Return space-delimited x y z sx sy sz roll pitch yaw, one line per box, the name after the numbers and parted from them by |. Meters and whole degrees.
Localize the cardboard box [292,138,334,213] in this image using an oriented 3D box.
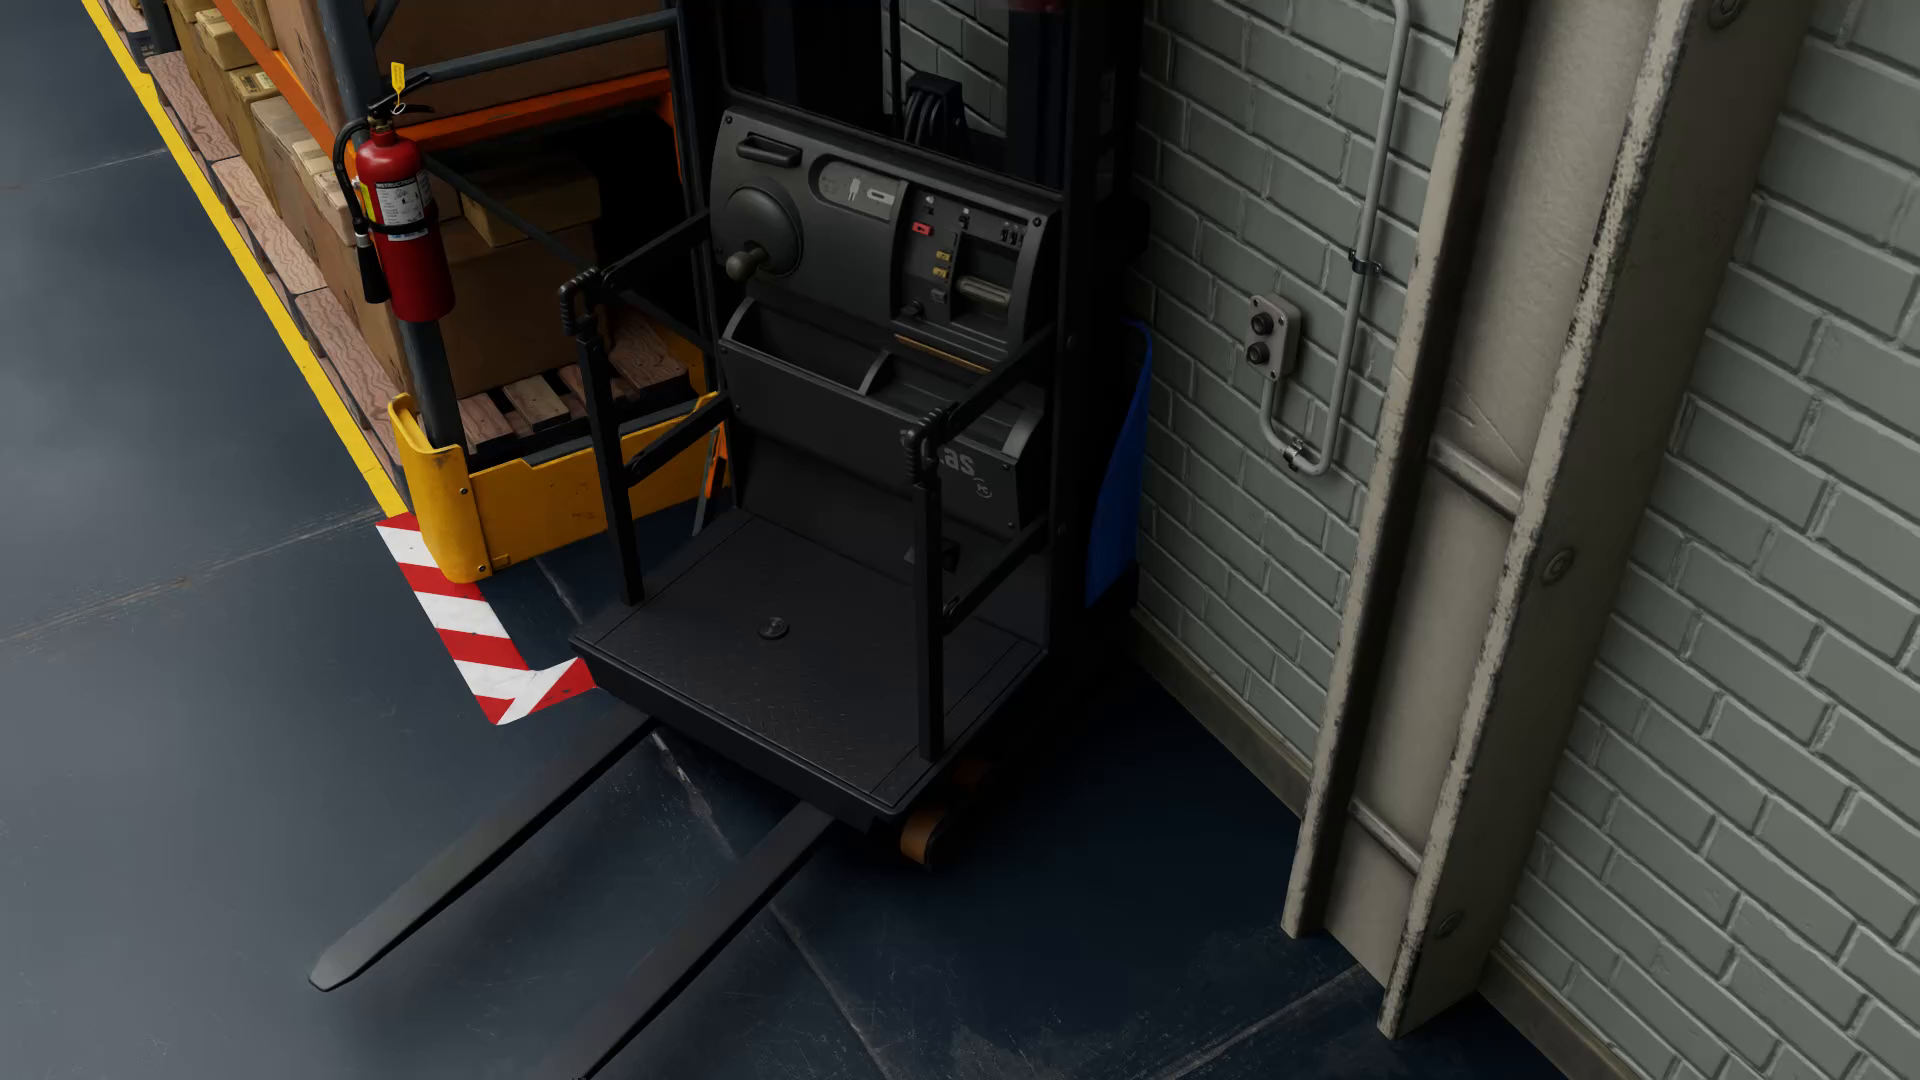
-1.978 -1.246 5.520 0.380 0.149 0.250 -21 44 -23 | cardboard box

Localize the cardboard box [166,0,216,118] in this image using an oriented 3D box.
-2.992 -2.229 7.207 0.700 0.500 0.500 -22 44 -24 | cardboard box

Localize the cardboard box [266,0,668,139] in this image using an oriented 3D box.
-1.439 -1.695 4.707 0.980 0.700 0.700 -20 44 -23 | cardboard box

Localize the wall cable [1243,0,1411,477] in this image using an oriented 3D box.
0.330 -1.333 3.713 0.084 1.984 1.851 -22 45 -24 | wall cable

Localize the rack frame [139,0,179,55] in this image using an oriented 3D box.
-3.307 -3.467 7.068 1.000 3.000 0.127 -22 45 -24 | rack frame

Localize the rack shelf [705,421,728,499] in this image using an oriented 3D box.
-0.180 -0.109 4.843 1.000 0.278 0.538 27 27 25 | rack shelf

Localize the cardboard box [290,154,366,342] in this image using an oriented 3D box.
-1.886 -1.123 5.879 0.700 0.500 0.500 -22 45 -25 | cardboard box

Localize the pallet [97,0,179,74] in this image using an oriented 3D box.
-3.786 -2.787 8.429 1.003 0.211 1.213 -22 45 -24 | pallet

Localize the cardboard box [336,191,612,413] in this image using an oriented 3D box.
-1.617 -0.853 5.555 0.700 0.500 0.500 -22 45 -24 | cardboard box

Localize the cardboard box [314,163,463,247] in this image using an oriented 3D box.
-1.840 -1.109 5.355 0.380 0.149 0.250 -23 45 -25 | cardboard box

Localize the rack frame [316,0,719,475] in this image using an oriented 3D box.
-1.156 -1.308 4.477 1.000 3.000 0.127 -22 45 -24 | rack frame

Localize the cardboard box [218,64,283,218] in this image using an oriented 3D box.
-2.450 -1.679 6.547 0.700 0.500 0.500 -21 44 -23 | cardboard box

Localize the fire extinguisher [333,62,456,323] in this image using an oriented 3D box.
-1.464 -0.895 4.333 0.296 0.674 0.183 -22 45 -24 | fire extinguisher

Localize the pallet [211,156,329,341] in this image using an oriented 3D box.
-2.304 -1.300 6.645 1.003 0.211 1.213 -22 45 -24 | pallet

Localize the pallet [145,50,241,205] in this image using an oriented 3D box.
-2.964 -1.959 7.436 1.003 0.211 1.213 -22 45 -24 | pallet

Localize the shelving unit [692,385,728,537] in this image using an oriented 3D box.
-0.125 -0.325 4.742 1.048 1.125 0.538 27 27 25 | shelving unit

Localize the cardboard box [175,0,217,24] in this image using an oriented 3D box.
-2.961 -2.231 6.702 0.380 0.149 0.250 -21 44 -23 | cardboard box

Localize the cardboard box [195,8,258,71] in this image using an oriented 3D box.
-2.680 -1.949 6.364 0.380 0.149 0.250 -23 45 -26 | cardboard box

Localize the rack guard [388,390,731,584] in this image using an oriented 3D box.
-1.144 -0.335 5.262 1.175 0.500 0.348 -22 45 -24 | rack guard

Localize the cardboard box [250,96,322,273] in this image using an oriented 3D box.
-2.157 -1.394 6.204 0.700 0.500 0.500 -24 45 -26 | cardboard box

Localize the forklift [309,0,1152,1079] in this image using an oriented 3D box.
-0.327 -0.648 3.738 1.130 2.935 3.031 24 45 26 | forklift

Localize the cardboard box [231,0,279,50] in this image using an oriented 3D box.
-1.840 -2.084 5.174 0.980 0.700 0.700 -23 45 -25 | cardboard box

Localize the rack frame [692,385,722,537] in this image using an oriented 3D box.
-0.535 -0.531 4.959 0.032 1.125 0.500 27 27 25 | rack frame

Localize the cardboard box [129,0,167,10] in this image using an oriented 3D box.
-3.766 -3.109 7.989 0.750 0.750 0.750 -22 44 -24 | cardboard box

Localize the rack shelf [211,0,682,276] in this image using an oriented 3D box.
-2.232 -2.111 6.003 1.077 0.370 4.000 -22 45 -24 | rack shelf

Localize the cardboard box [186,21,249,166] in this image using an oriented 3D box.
-2.724 -1.957 6.880 0.700 0.500 0.500 -23 45 -25 | cardboard box

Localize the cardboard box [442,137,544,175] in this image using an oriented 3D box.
-1.654 -1.377 5.677 0.380 0.149 0.250 -22 45 -24 | cardboard box

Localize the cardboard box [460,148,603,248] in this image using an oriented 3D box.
-1.381 -1.103 5.349 0.380 0.149 0.250 -22 45 -24 | cardboard box

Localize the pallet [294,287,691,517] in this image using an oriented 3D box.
-1.652 -0.642 5.855 1.003 0.211 1.213 -22 45 -24 | pallet
